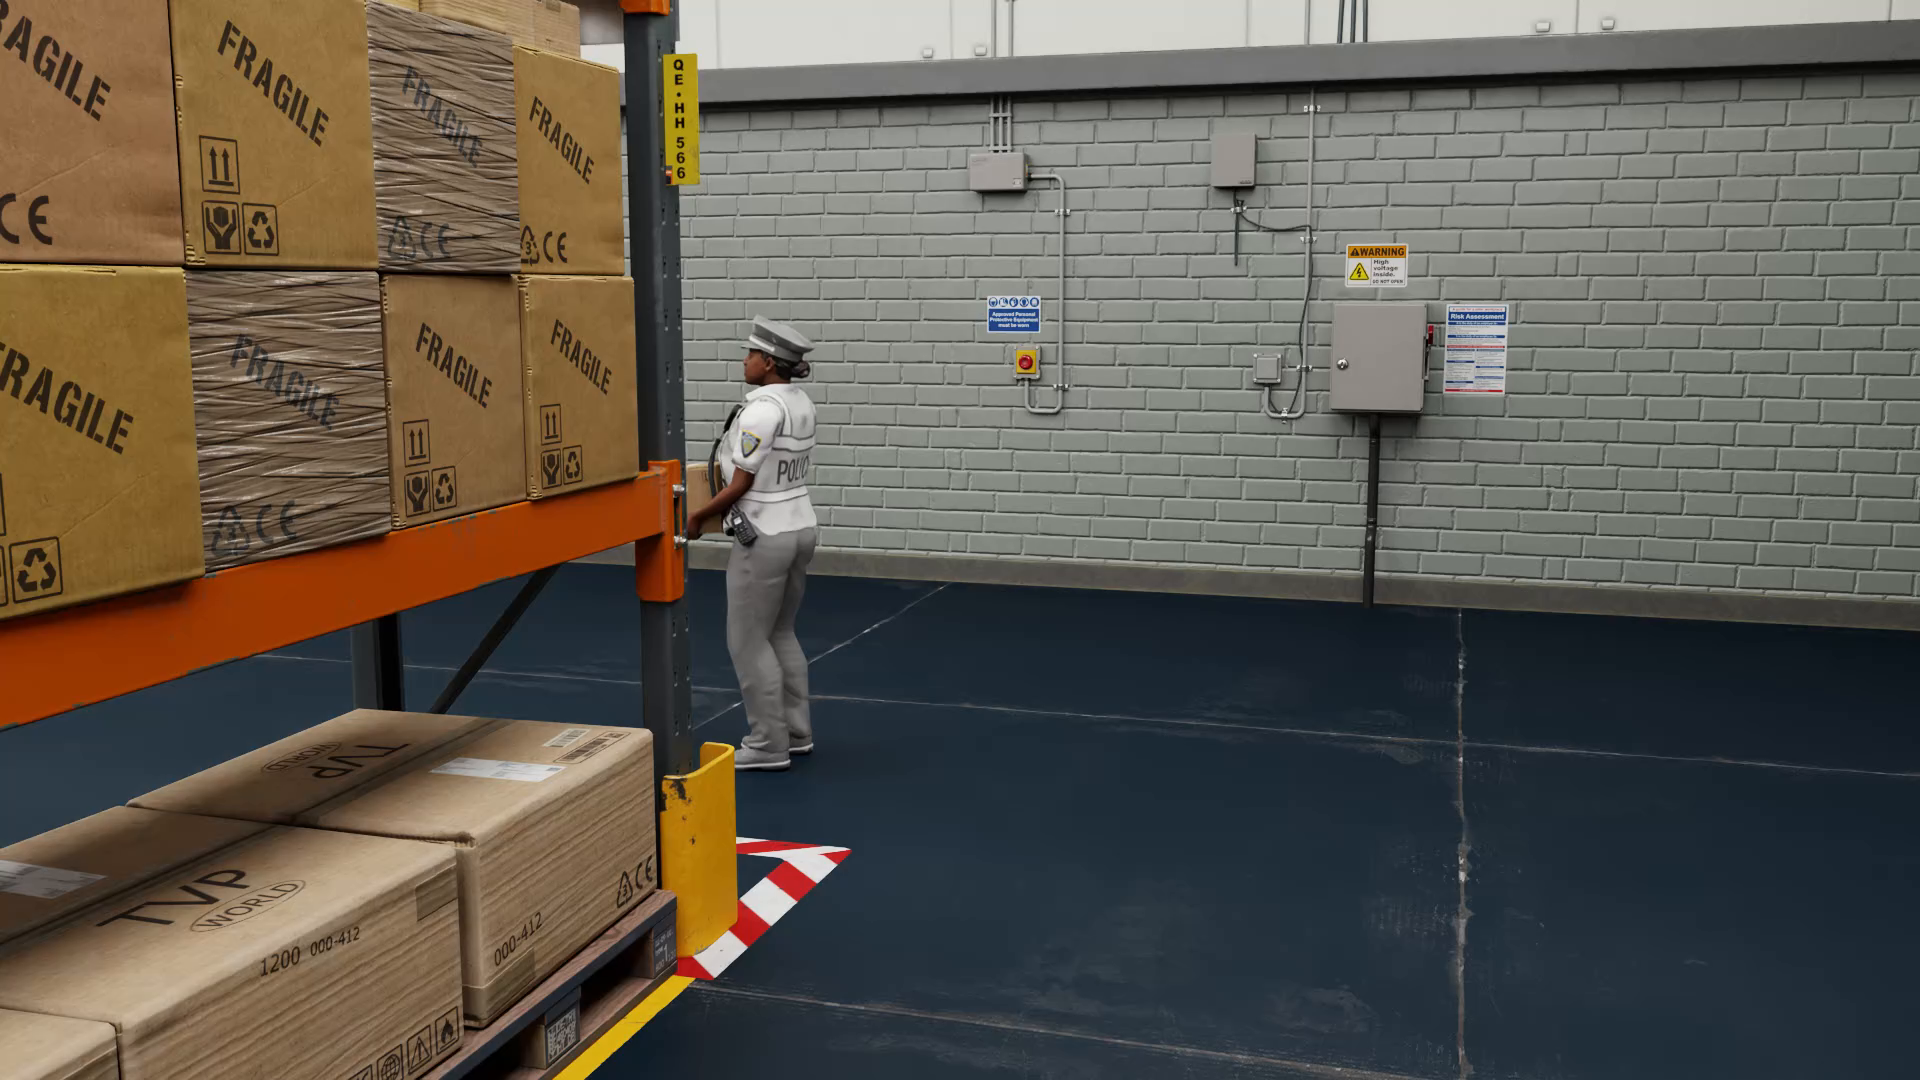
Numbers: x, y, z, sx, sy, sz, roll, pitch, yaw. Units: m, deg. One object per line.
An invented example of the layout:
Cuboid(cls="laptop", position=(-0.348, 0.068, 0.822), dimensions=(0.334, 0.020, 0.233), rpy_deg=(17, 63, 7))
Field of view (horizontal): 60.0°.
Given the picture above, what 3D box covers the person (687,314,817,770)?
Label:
Cuboid(cls="person", position=(-0.789, 0.003, 6.239), dimensions=(0.535, 1.687, 0.451), rpy_deg=(3, 9, 17))
